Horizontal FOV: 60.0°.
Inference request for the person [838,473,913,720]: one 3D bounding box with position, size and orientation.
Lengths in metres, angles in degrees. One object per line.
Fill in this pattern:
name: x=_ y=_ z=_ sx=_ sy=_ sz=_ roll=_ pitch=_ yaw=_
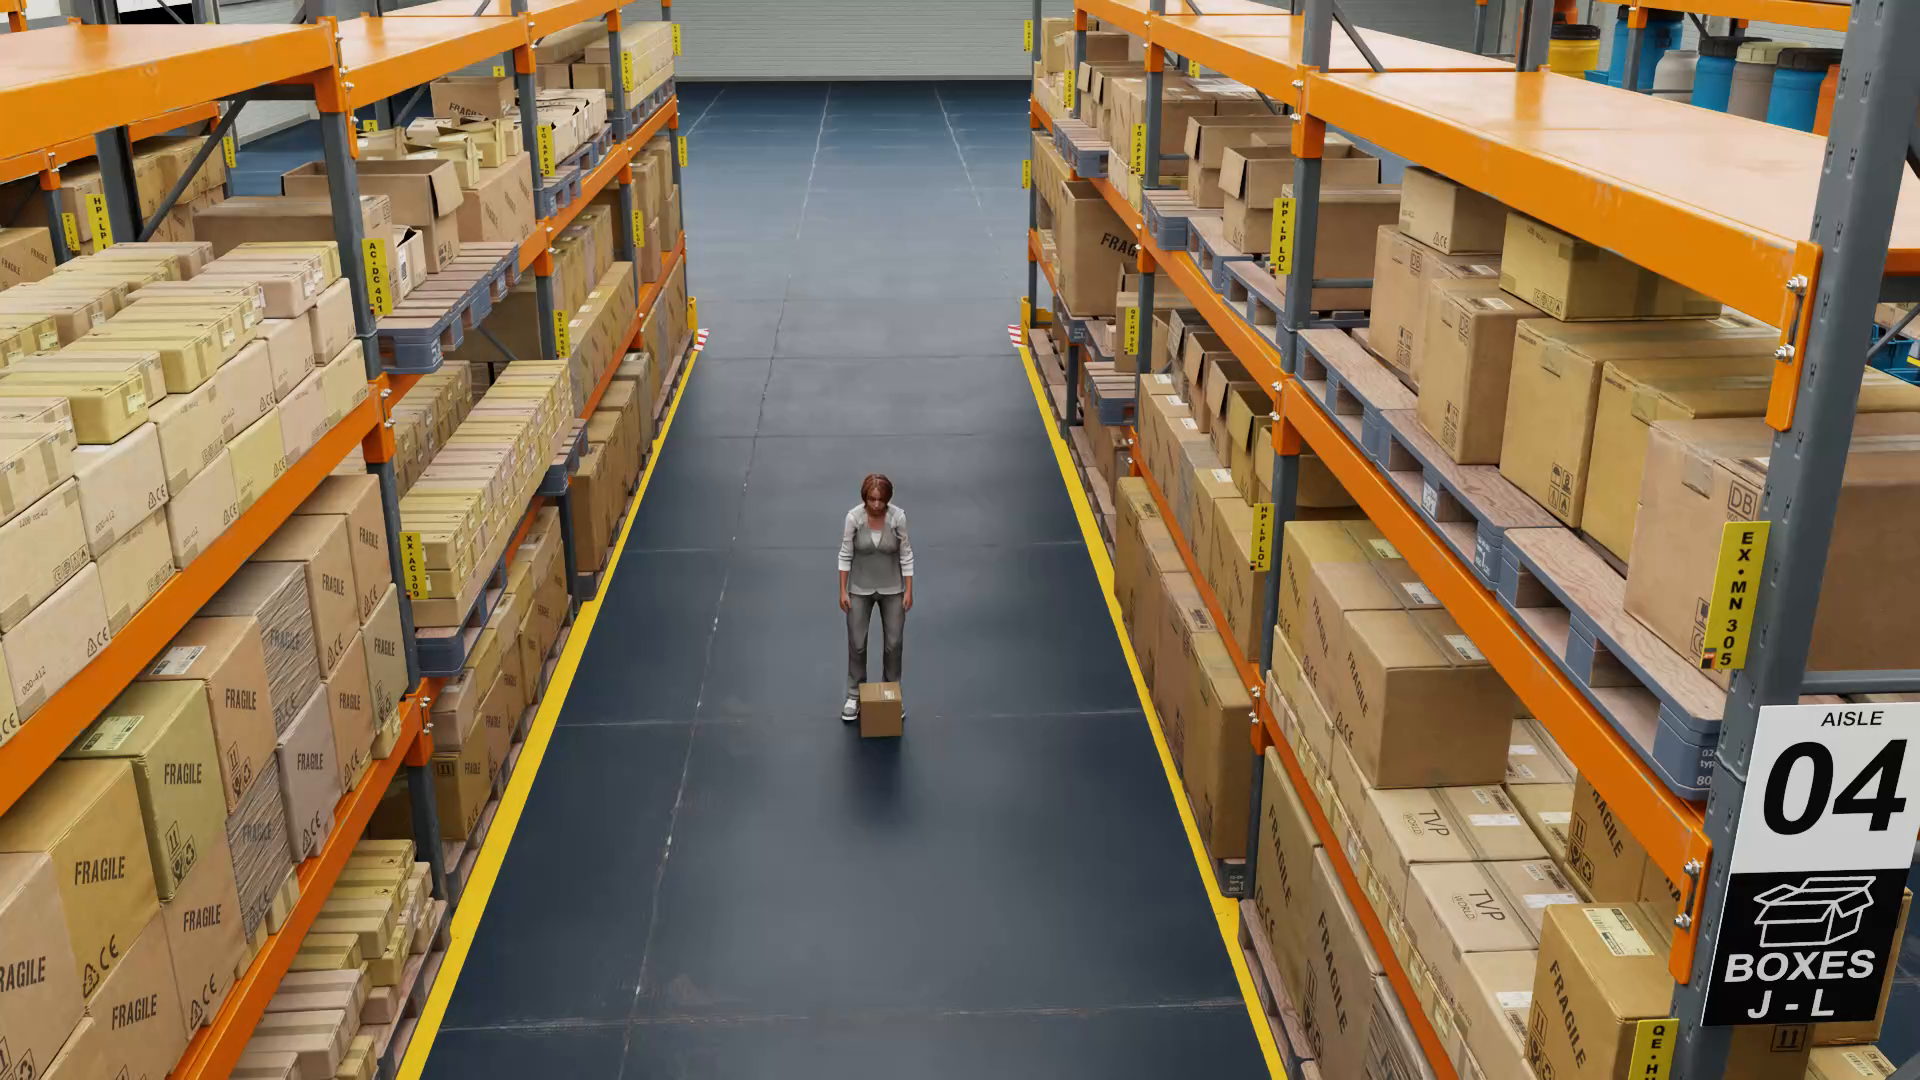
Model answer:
person: x=-0.514 y=0.332 z=10.213 sx=0.462 sy=1.594 sz=0.344 roll=-1 pitch=21 yaw=-3
